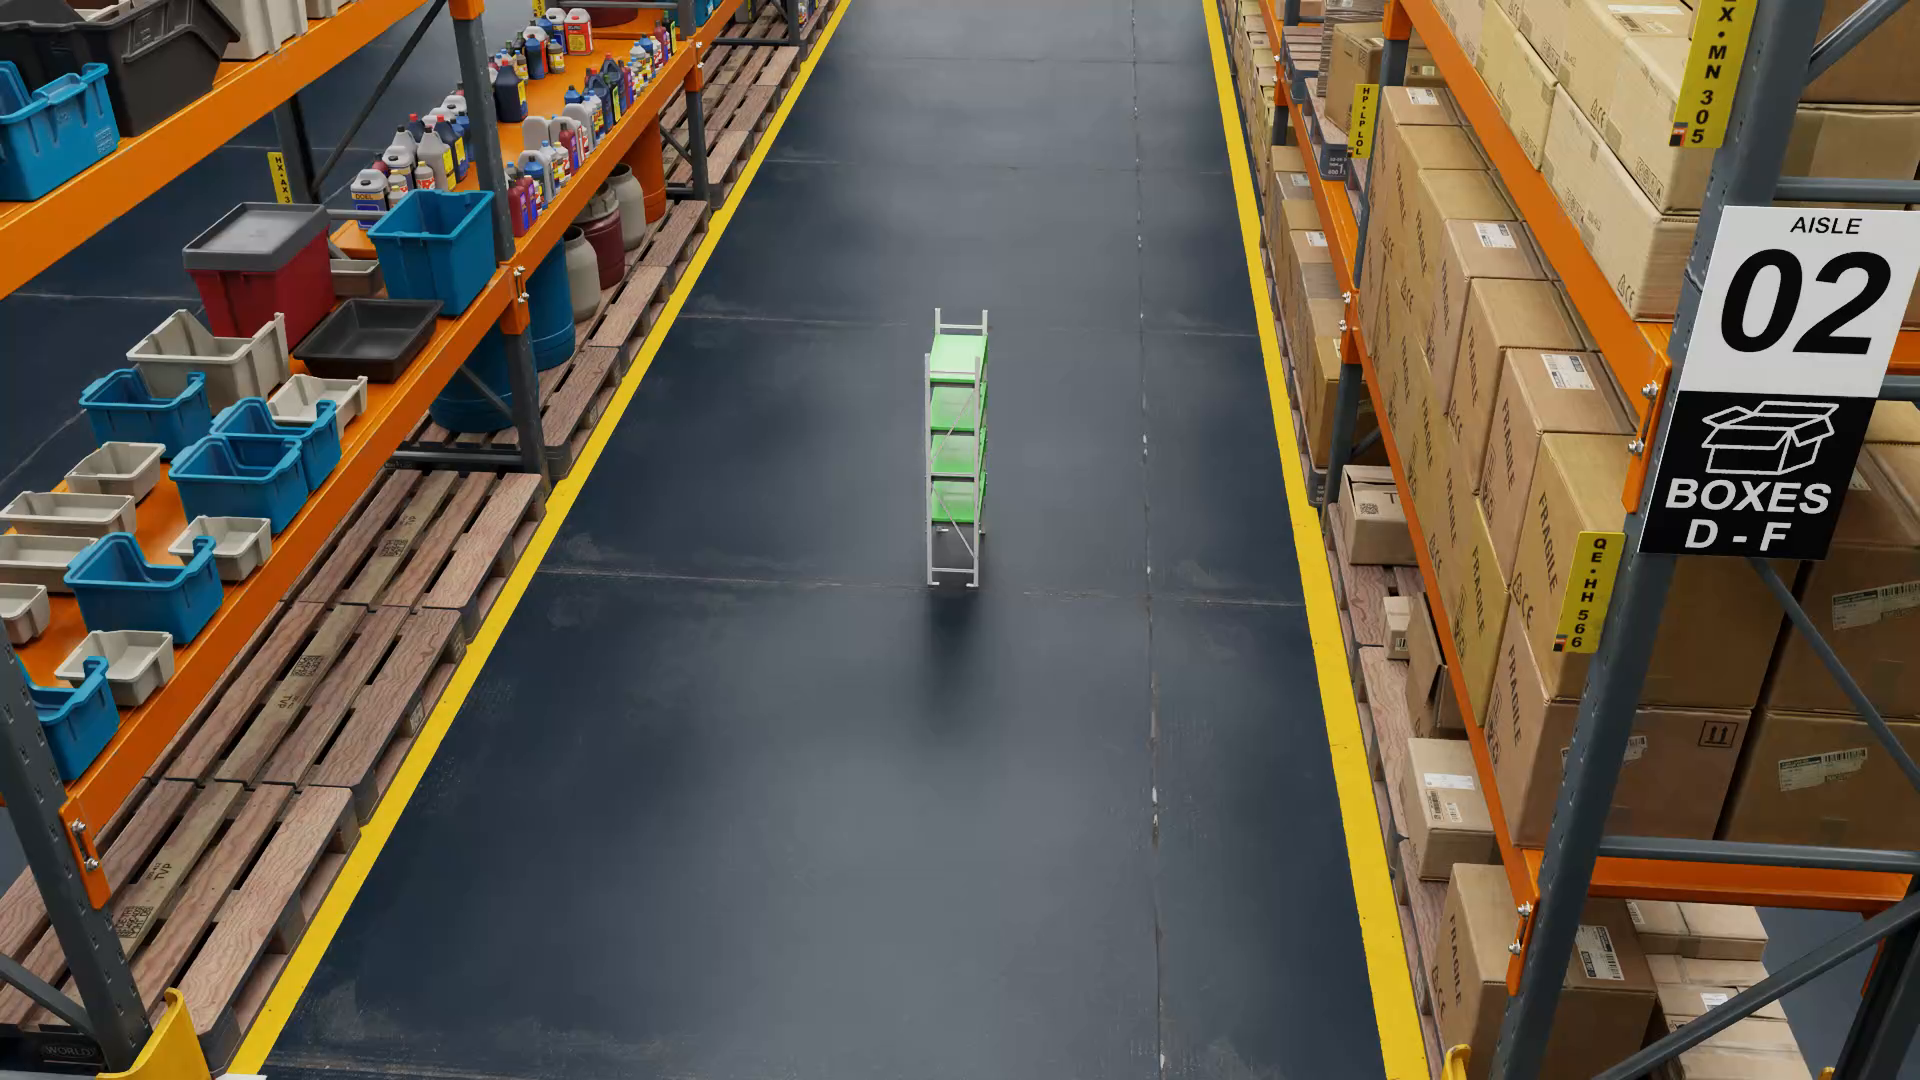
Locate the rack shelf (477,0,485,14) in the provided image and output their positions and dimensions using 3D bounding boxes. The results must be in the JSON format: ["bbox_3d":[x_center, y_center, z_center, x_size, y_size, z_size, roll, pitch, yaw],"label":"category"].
[{"bbox_3d":[-2.466,-3.538,8.958,1.077,0.370,4.000,2,32,4],"label":"rack shelf"}]

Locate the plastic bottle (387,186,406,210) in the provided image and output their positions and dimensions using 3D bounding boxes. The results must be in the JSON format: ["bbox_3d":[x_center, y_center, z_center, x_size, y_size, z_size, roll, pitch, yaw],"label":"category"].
[{"bbox_3d":[-2.793,-1.661,8.275,0.097,0.201,0.097,0,32,0],"label":"plastic bottle"}]

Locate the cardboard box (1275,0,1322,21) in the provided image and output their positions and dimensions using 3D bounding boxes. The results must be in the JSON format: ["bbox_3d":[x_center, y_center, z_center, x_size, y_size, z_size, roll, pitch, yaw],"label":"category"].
[{"bbox_3d":[2.431,-3.774,11.755,0.380,0.149,0.250,2,32,4],"label":"cardboard box"}]

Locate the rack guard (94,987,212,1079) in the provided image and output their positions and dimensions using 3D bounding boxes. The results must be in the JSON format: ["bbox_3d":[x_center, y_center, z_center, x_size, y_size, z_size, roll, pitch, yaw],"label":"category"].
[{"bbox_3d":[-2.943,1.648,5.100,1.175,0.500,0.348,2,32,4],"label":"rack guard"}]

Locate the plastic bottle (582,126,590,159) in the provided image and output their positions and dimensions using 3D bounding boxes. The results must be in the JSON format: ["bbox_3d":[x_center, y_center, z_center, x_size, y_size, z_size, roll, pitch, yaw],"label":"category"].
[{"bbox_3d":[-2.099,-2.206,9.160,0.097,0.201,0.097,0,32,0],"label":"plastic bottle"}]

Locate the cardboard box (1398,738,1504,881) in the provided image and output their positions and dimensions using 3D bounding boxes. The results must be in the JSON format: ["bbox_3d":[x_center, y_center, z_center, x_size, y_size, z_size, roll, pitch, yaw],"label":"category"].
[{"bbox_3d":[1.888,0.977,6.007,0.500,0.250,0.500,2,32,4],"label":"cardboard box"}]

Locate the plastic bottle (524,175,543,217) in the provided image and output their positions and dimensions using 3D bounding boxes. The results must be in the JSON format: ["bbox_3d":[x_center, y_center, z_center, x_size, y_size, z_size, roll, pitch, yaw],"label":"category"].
[{"bbox_3d":[-2.172,-1.741,8.405,0.097,0.201,0.097,0,32,0],"label":"plastic bottle"}]

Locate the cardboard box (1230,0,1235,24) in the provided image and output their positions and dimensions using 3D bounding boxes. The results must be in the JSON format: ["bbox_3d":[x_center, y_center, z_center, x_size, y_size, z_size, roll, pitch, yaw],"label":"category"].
[{"bbox_3d":[2.830,-5.012,15.744,0.500,0.250,0.500,2,32,4],"label":"cardboard box"}]

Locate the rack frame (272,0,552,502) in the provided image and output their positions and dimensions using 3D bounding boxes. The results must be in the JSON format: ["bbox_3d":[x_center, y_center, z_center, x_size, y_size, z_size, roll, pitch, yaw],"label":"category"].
[{"bbox_3d":[-2.629,-1.521,7.859,1.000,3.000,0.127,2,32,4],"label":"rack frame"}]

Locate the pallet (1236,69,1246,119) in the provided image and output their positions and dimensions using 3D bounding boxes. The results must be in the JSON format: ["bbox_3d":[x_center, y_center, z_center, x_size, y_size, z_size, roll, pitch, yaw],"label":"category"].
[{"bbox_3d":[2.938,-3.917,14.404,1.003,0.211,1.213,2,32,4],"label":"pallet"}]

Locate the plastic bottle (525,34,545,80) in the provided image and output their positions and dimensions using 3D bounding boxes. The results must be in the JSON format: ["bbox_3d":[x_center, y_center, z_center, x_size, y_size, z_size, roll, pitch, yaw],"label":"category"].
[{"bbox_3d":[-2.674,-3.041,10.449,0.097,0.271,0.097,0,32,0],"label":"plastic bottle"}]

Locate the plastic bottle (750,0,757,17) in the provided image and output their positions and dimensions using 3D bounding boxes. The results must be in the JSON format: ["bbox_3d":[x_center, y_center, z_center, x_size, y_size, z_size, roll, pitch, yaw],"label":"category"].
[{"bbox_3d":[-2.047,-5.188,15.987,0.152,0.276,0.135,2,32,4],"label":"plastic bottle"}]

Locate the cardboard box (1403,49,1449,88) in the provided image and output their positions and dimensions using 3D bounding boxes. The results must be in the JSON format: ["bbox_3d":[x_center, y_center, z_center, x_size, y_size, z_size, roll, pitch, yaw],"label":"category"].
[{"bbox_3d":[2.562,-2.129,8.351,0.700,0.500,0.500,7,32,12],"label":"cardboard box"}]

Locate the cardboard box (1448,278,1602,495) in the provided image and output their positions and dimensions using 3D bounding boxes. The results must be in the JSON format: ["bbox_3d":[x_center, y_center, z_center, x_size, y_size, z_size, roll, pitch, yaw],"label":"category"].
[{"bbox_3d":[1.822,-0.464,5.096,0.500,0.500,0.500,3,32,5],"label":"cardboard box"}]

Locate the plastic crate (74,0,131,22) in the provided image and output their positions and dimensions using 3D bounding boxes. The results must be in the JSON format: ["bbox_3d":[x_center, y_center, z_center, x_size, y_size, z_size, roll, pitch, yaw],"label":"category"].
[{"bbox_3d":[-3.033,-1.685,5.518,0.437,0.136,0.530,2,32,4],"label":"plastic crate"}]

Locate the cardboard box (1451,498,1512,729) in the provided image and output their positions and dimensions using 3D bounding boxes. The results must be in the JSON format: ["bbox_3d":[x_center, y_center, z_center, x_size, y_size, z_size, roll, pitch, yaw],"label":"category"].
[{"bbox_3d":[1.786,0.224,4.932,0.500,0.500,0.500,3,32,4],"label":"cardboard box"}]

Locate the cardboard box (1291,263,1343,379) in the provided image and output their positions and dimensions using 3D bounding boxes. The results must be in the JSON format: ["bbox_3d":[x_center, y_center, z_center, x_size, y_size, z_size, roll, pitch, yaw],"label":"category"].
[{"bbox_3d":[2.152,-1.221,9.336,0.500,0.500,0.500,3,32,5],"label":"cardboard box"}]

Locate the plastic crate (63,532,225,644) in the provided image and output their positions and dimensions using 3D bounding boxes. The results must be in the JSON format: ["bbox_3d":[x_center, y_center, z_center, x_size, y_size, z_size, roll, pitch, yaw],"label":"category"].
[{"bbox_3d":[-2.553,0.157,5.239,0.416,0.233,0.300,2,32,4],"label":"plastic crate"}]

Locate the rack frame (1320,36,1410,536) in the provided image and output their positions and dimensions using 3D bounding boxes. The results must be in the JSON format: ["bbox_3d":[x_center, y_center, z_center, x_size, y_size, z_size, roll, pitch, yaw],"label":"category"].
[{"bbox_3d":[2.308,-1.308,7.513,1.000,3.000,0.127,2,32,4],"label":"rack frame"}]

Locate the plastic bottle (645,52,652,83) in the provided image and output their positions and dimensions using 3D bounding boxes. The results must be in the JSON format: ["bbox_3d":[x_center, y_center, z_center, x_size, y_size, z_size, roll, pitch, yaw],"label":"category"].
[{"bbox_3d":[-1.981,-2.965,10.392,0.097,0.201,0.097,0,32,0],"label":"plastic bottle"}]

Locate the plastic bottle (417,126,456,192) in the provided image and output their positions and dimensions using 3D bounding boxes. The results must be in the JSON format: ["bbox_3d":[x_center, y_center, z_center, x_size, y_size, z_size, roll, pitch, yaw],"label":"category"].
[{"bbox_3d":[-2.736,-1.989,8.665,0.144,0.351,0.185,2,32,4],"label":"plastic bottle"}]

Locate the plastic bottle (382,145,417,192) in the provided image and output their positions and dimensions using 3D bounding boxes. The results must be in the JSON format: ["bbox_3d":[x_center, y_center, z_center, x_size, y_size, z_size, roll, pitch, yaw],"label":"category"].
[{"bbox_3d":[-2.889,-1.879,8.558,0.152,0.276,0.135,2,32,4],"label":"plastic bottle"}]

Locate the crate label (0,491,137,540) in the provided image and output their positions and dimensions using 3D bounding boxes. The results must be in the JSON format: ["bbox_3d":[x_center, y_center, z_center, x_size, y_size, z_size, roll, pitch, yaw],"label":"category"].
[{"bbox_3d":[-3.032,-0.075,5.706,0.396,0.136,0.243,2,32,4],"label":"crate label"}]

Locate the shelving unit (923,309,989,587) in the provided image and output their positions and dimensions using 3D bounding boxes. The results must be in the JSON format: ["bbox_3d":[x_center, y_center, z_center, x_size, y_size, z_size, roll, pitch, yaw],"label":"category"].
[{"bbox_3d":[-0.013,-0.424,7.795,0.258,1.200,0.503,2,32,4],"label":"shelving unit"}]

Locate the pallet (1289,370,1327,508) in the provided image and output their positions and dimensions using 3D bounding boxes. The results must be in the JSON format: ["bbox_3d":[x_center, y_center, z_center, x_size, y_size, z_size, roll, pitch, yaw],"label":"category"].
[{"bbox_3d":[2.336,-0.547,8.937,1.003,0.211,1.213,2,32,4],"label":"pallet"}]

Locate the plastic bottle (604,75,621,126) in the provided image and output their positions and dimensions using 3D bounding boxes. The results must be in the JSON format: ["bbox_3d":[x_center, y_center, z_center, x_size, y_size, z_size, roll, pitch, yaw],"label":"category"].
[{"bbox_3d":[-2.030,-2.569,9.671,0.061,0.283,0.133,2,32,4],"label":"plastic bottle"}]

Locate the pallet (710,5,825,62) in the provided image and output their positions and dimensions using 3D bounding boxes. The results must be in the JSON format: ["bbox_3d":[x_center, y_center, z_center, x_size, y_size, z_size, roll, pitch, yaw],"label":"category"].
[{"bbox_3d":[-1.881,-4.867,15.946,1.003,0.211,1.213,2,32,4],"label":"pallet"}]

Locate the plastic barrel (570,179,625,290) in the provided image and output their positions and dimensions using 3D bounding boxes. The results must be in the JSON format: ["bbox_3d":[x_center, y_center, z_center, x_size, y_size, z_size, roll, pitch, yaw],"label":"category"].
[{"bbox_3d":[-2.418,-1.918,10.401,0.600,0.588,0.708,2,32,4],"label":"plastic barrel"}]

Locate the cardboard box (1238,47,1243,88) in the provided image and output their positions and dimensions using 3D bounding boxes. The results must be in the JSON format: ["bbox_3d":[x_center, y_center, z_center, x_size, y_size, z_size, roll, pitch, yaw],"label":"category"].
[{"bbox_3d":[2.637,-4.031,14.153,0.500,0.250,0.500,3,32,5],"label":"cardboard box"}]

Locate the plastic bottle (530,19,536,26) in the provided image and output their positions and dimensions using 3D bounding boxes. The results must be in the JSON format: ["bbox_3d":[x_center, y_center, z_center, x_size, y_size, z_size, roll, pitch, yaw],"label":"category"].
[{"bbox_3d":[-2.733,-3.181,10.663,0.061,0.283,0.133,2,32,4],"label":"plastic bottle"}]

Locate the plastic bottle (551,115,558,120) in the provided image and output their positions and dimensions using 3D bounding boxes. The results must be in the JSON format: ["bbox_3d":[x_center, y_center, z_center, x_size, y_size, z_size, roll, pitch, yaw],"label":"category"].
[{"bbox_3d":[-2.243,-2.263,9.253,0.097,0.201,0.097,0,32,0],"label":"plastic bottle"}]

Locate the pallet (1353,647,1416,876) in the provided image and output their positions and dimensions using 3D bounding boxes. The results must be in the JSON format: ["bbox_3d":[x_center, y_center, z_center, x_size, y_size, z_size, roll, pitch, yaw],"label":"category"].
[{"bbox_3d":[2.154,0.878,6.624,1.003,0.211,1.213,2,32,4],"label":"pallet"}]

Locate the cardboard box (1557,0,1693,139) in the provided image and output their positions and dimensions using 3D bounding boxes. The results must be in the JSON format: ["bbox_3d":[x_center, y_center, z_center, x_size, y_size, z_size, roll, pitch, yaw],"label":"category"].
[{"bbox_3d":[1.810,-1.183,4.118,0.500,0.250,0.500,2,32,4],"label":"cardboard box"}]

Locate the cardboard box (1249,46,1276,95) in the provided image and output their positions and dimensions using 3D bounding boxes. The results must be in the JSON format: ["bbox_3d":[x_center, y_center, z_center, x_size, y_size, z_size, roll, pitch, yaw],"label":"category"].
[{"bbox_3d":[2.553,-3.728,13.127,0.500,0.311,0.500,3,32,5],"label":"cardboard box"}]

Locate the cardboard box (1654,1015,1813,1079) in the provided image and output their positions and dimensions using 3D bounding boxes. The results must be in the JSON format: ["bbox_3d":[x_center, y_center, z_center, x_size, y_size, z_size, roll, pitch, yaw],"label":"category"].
[{"bbox_3d":[2.359,1.606,5.083,0.380,0.149,0.250,2,32,4],"label":"cardboard box"}]

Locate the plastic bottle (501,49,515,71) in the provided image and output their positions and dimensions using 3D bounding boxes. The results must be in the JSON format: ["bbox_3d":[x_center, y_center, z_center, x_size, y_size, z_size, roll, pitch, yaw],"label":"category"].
[{"bbox_3d":[-2.764,-2.854,10.144,0.097,0.271,0.097,0,32,0],"label":"plastic bottle"}]

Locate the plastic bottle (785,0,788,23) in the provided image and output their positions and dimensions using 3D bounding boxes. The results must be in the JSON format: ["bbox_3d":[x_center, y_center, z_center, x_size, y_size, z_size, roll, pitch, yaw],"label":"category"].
[{"bbox_3d":[-1.622,-5.058,15.767,0.061,0.283,0.133,2,32,4],"label":"plastic bottle"}]

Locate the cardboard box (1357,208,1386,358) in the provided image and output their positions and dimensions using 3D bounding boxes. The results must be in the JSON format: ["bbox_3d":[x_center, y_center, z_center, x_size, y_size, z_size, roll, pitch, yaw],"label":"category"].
[{"bbox_3d":[1.995,-1.095,7.073,0.500,0.500,0.500,3,32,5],"label":"cardboard box"}]

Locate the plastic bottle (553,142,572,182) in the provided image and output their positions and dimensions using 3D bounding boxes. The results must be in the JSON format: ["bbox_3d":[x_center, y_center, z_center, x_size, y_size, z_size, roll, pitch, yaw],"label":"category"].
[{"bbox_3d":[-2.129,-2.015,8.850,0.097,0.201,0.097,0,32,0],"label":"plastic bottle"}]

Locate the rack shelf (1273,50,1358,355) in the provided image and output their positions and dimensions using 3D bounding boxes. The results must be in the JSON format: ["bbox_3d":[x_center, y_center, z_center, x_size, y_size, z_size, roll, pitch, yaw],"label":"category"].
[{"bbox_3d":[2.471,-2.047,9.398,1.077,0.370,4.000,2,32,4],"label":"rack shelf"}]

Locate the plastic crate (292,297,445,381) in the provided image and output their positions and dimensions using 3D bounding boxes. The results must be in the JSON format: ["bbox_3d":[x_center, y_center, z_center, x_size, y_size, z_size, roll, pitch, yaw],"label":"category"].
[{"bbox_3d":[-2.452,-0.833,6.947,0.437,0.125,0.590,2,32,4],"label":"plastic crate"}]

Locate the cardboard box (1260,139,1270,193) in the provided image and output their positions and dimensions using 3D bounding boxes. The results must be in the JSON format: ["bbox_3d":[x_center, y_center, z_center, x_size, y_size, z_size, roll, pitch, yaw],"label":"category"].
[{"bbox_3d":[2.433,-2.693,11.981,0.500,0.250,0.500,3,32,5],"label":"cardboard box"}]

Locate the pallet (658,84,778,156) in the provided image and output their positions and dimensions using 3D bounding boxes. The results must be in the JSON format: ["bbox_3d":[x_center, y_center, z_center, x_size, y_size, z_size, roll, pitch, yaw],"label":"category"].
[{"bbox_3d":[-2.099,-3.465,13.672,1.003,0.211,1.213,2,32,4],"label":"pallet"}]

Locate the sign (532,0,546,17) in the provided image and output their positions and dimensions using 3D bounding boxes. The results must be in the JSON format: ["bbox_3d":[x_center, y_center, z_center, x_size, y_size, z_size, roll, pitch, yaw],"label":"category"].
[{"bbox_3d":[-2.852,-3.702,11.242,0.100,0.325,0.005,2,32,4],"label":"sign"}]

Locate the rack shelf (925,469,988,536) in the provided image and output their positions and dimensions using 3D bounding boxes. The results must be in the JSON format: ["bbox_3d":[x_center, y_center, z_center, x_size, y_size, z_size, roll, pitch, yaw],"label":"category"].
[{"bbox_3d":[-0.013,-0.166,7.954,0.258,0.148,0.480,2,32,4],"label":"rack shelf"}]

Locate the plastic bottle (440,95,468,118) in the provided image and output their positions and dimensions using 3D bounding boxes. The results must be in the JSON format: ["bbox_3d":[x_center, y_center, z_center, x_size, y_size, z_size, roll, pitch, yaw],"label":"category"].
[{"bbox_3d":[-2.818,-2.335,9.297,0.152,0.276,0.135,2,32,4],"label":"plastic bottle"}]

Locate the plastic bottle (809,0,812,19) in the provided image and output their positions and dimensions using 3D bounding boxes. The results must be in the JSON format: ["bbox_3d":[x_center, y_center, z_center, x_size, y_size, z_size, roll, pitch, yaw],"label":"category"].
[{"bbox_3d":[-1.498,-5.168,15.883,0.144,0.351,0.185,3,32,5],"label":"plastic bottle"}]

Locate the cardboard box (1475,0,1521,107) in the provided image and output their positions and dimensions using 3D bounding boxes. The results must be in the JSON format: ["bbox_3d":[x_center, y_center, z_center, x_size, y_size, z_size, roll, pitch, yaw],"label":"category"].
[{"bbox_3d":[1.897,-1.493,5.097,0.500,0.250,0.500,2,32,4],"label":"cardboard box"}]

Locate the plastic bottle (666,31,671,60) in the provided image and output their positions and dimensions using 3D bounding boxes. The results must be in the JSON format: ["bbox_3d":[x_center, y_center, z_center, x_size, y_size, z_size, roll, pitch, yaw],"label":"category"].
[{"bbox_3d":[-1.938,-3.239,10.836,0.097,0.201,0.097,0,32,0],"label":"plastic bottle"}]
